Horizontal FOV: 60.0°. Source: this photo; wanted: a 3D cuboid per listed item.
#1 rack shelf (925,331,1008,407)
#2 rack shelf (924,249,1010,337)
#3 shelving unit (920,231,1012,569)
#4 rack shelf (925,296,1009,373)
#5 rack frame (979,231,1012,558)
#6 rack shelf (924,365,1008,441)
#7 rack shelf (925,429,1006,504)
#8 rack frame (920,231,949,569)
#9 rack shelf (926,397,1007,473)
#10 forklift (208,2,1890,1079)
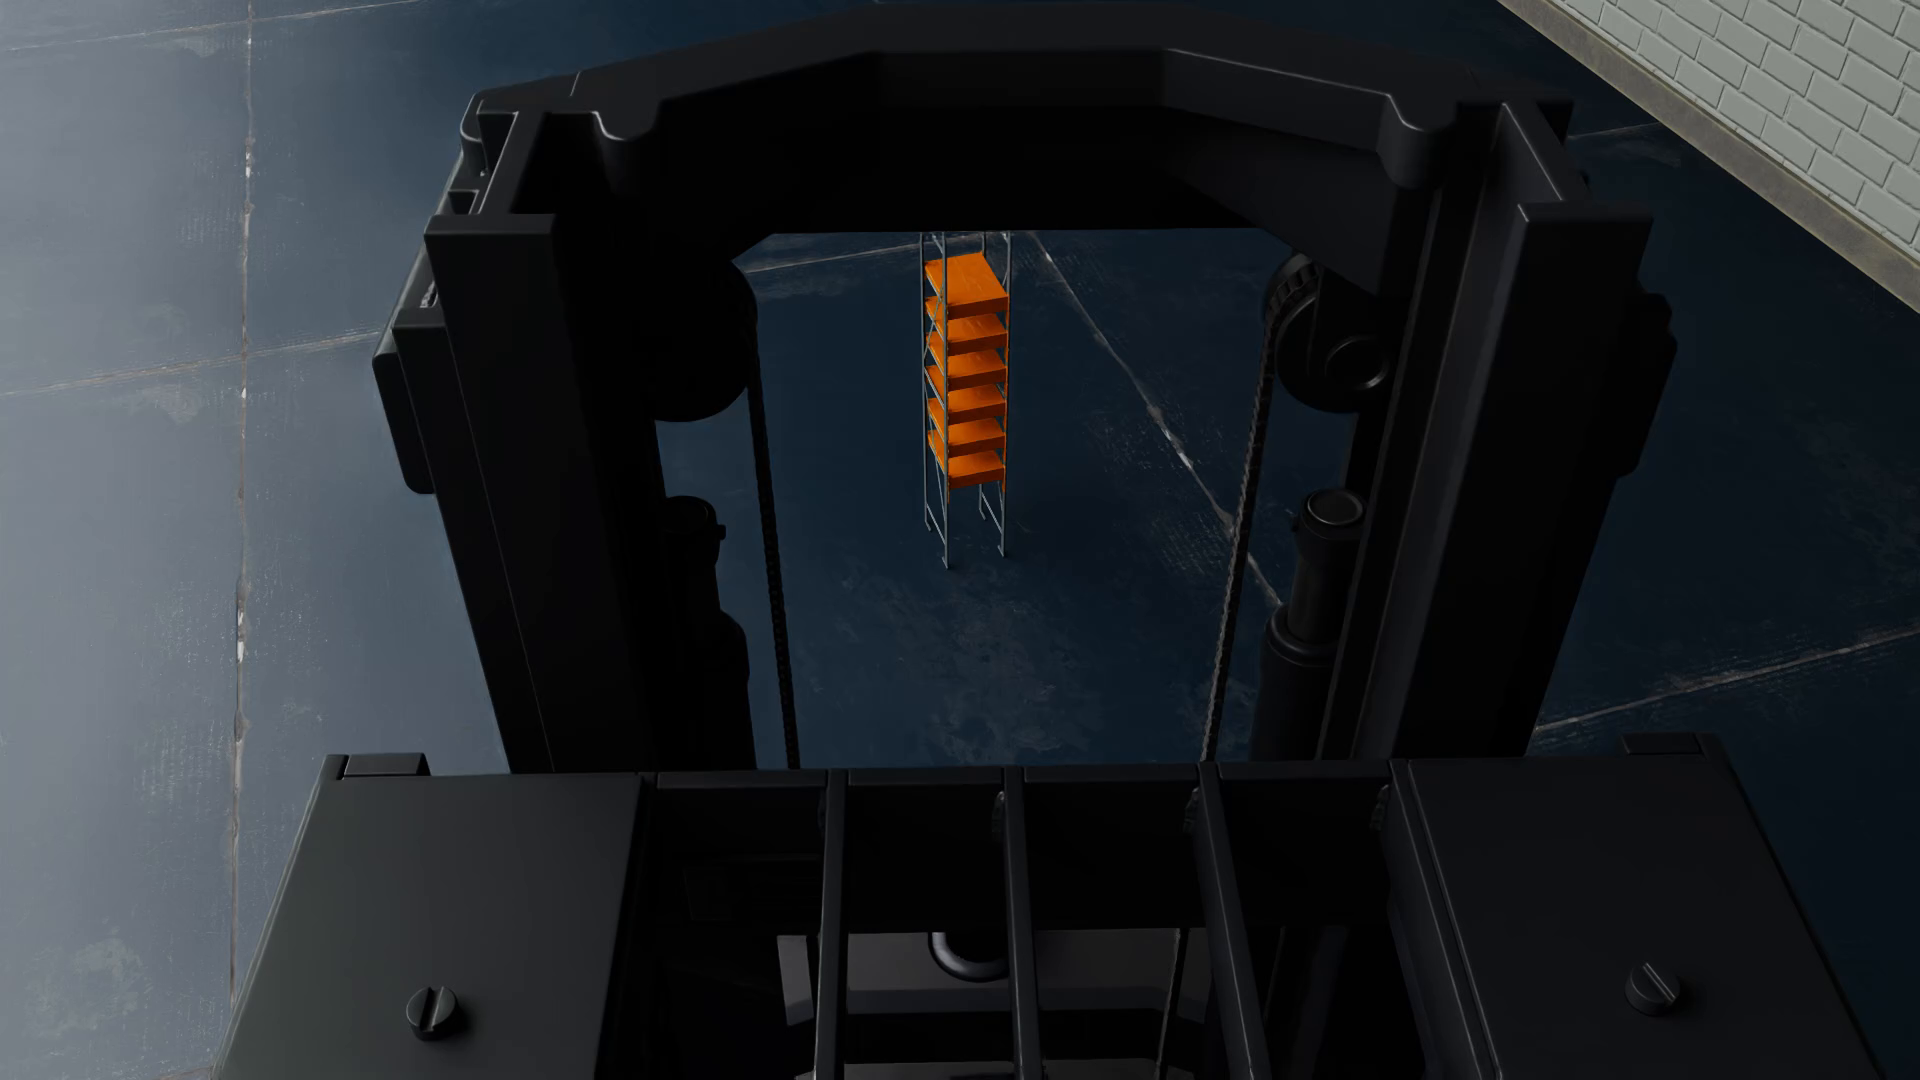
[{"bbox_3d":[0.014,-0.512,4.809,0.180,0.103,0.258,-12,42,-13],"label":"rack shelf"},{"bbox_3d":[0.014,-0.692,4.651,0.180,0.103,0.258,-12,42,-13],"label":"rack shelf"},{"bbox_3d":[0.014,-0.455,4.859,0.189,1.200,0.258,-12,42,-13],"label":"shelving unit"},{"bbox_3d":[0.014,-0.602,4.730,0.180,0.103,0.258,-12,42,-13],"label":"rack shelf"},{"bbox_3d":[0.101,-0.473,4.879,0.006,1.200,0.240,-12,42,-13],"label":"rack frame"},{"bbox_3d":[0.014,-0.421,4.888,0.180,0.103,0.258,-12,42,-13],"label":"rack shelf"},{"bbox_3d":[0.014,-0.241,5.046,0.180,0.103,0.258,-12,42,-13],"label":"rack shelf"},{"bbox_3d":[-0.073,-0.437,4.838,0.006,1.200,0.240,-12,42,-13],"label":"rack frame"},{"bbox_3d":[0.014,-0.331,4.967,0.180,0.103,0.258,-12,42,-13],"label":"rack shelf"},{"bbox_3d":[0.058,1.131,1.728,1.130,2.935,3.031,-1,41,-1],"label":"forklift"}]
